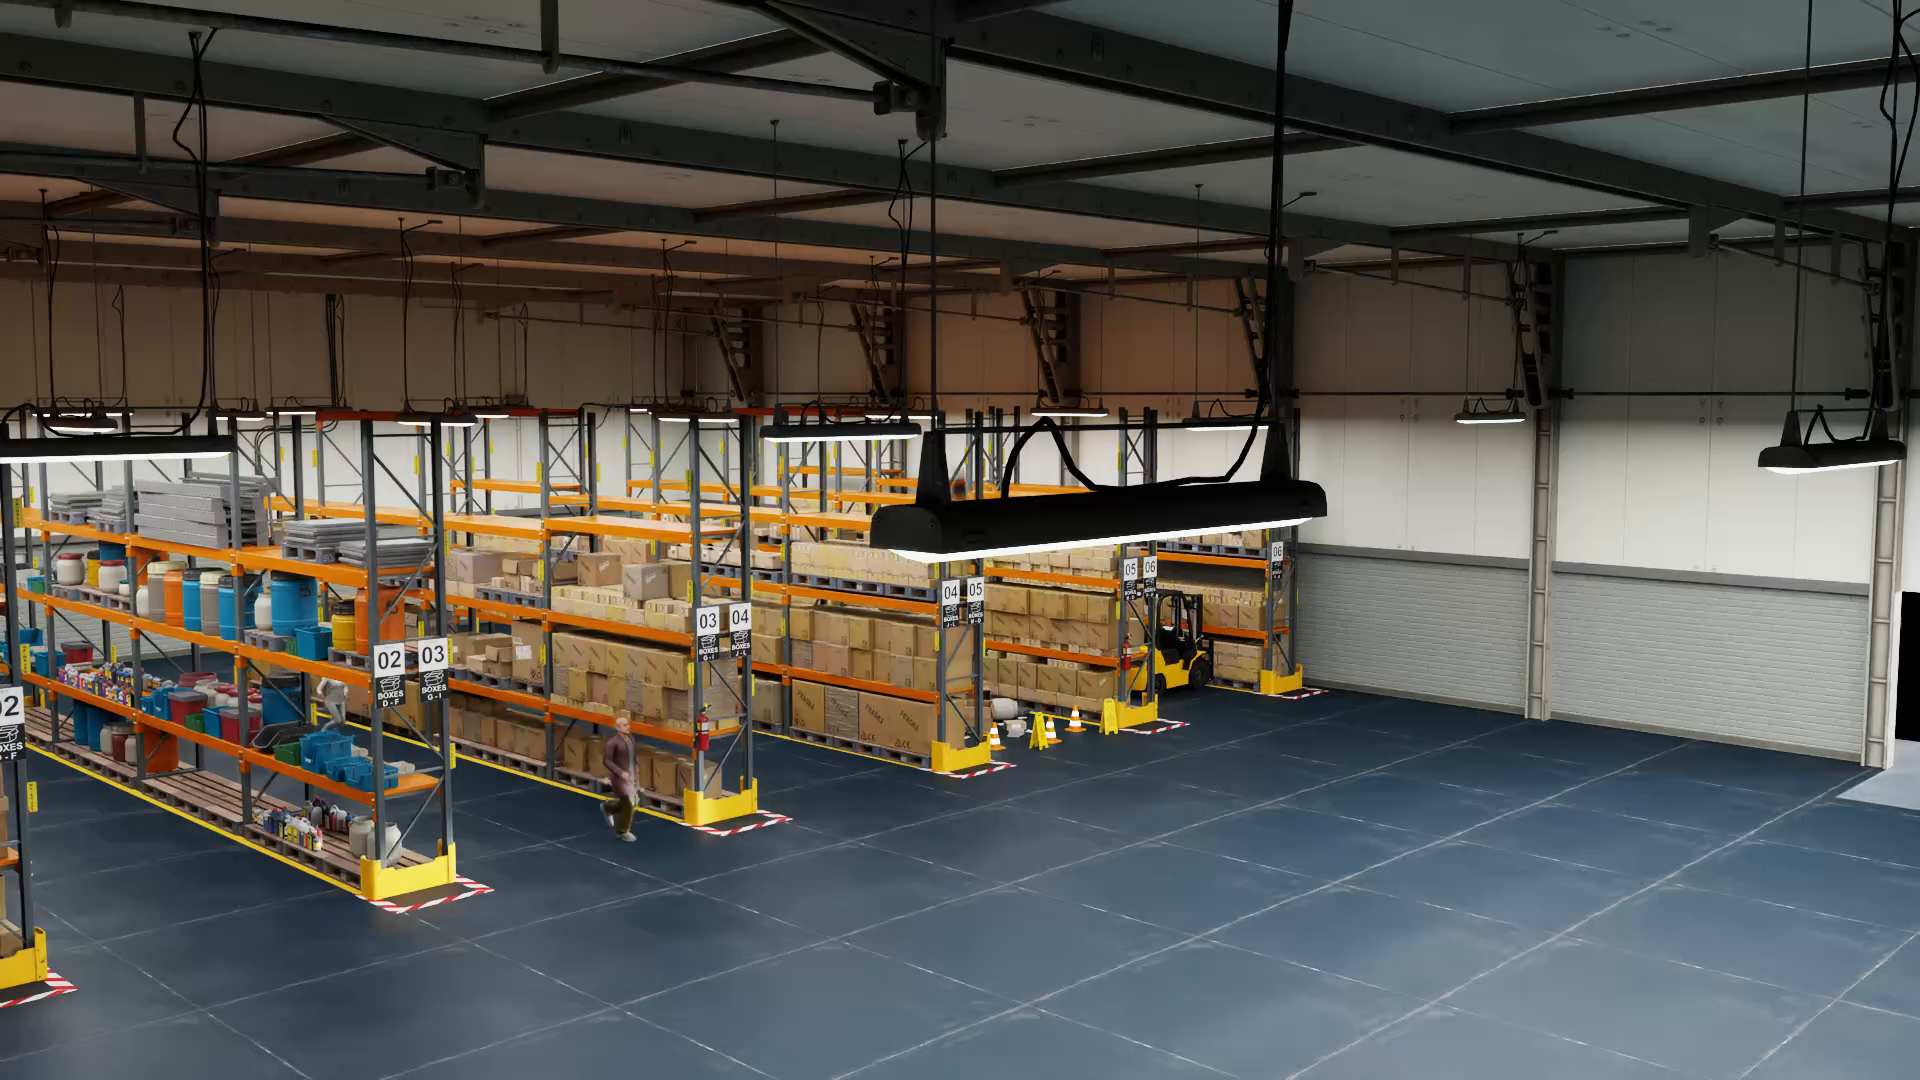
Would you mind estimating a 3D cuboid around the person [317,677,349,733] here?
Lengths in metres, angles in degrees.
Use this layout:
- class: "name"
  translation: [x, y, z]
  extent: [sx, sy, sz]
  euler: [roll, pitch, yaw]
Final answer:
- class: "person"
  translation: [-11.135, 2.933, 29.662]
  extent: [0.542, 1.554, 0.534]
  euler: [4, 6, 39]

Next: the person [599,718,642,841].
- class: "person"
  translation: [-4.849, 3.422, 23.635]
  extent: [0.718, 1.680, 0.711]
  euler: [2, 6, 26]
